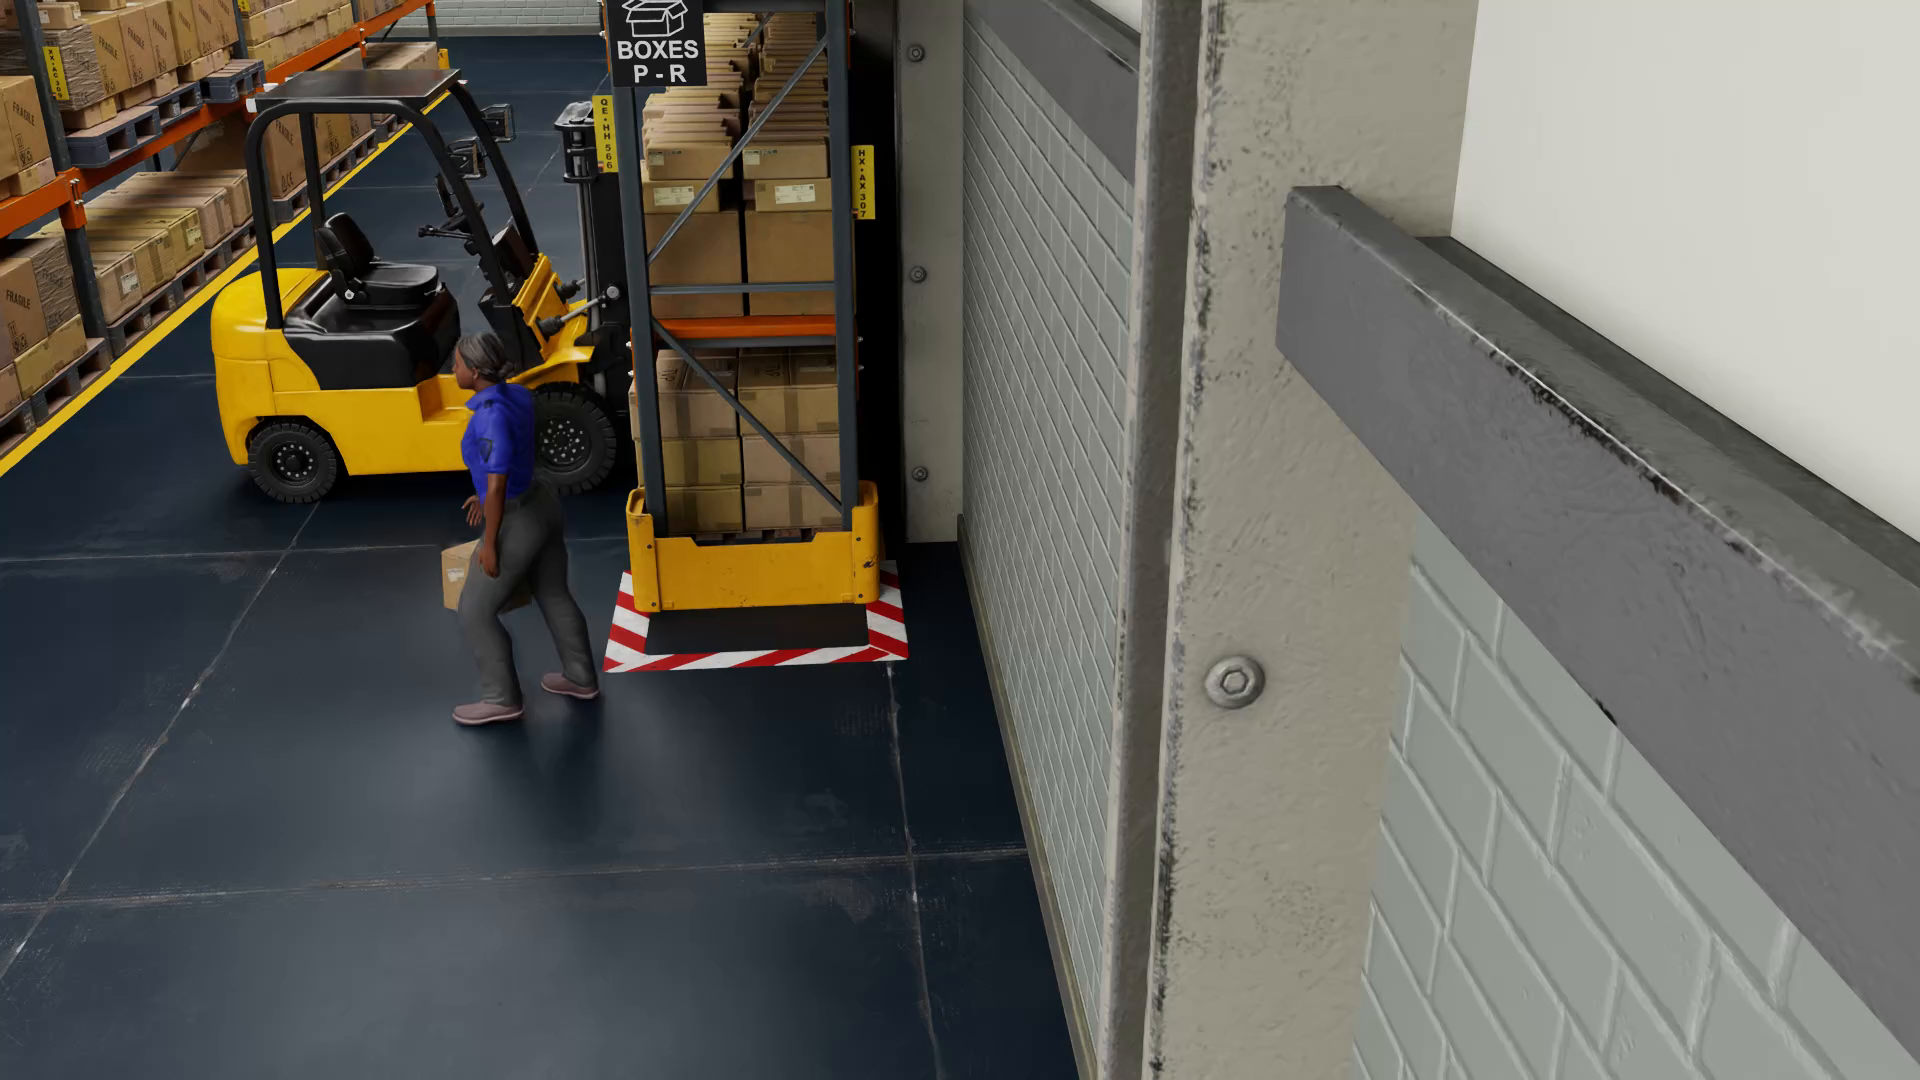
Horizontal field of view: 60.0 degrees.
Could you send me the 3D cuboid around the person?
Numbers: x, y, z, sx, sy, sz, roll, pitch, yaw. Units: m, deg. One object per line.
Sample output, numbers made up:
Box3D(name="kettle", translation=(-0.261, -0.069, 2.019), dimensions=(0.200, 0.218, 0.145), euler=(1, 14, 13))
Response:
Box3D(name="person", translation=(-1.823, -0.046, 6.732), dimensions=(0.541, 1.645, 0.550), euler=(3, 24, 7))
